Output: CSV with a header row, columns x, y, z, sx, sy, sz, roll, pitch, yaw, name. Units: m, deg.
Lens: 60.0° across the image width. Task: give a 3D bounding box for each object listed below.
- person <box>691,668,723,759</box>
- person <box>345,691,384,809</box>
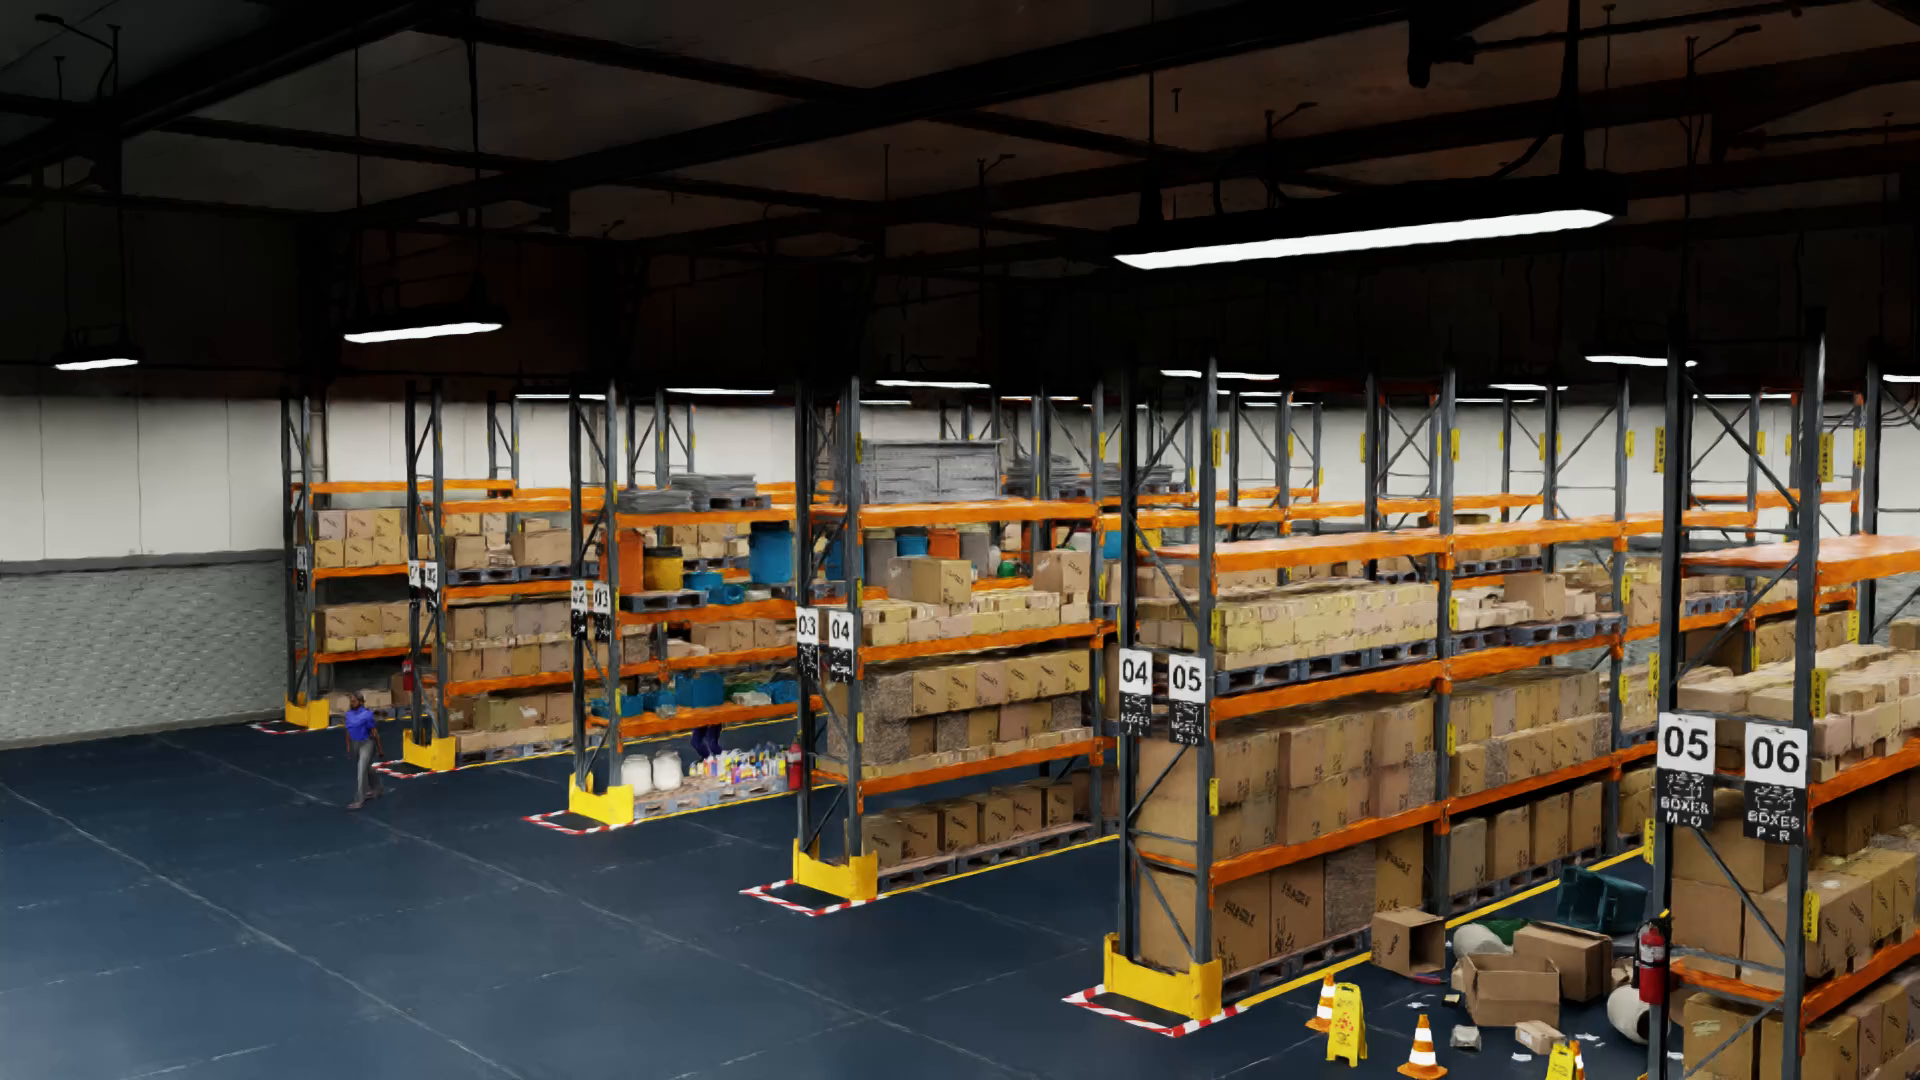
x,y,z,sx,sy,sz,roll,pitch,yaw,name
-3.869,2.745,25.525,0.625,1.596,0.517,4,5,44,person
-8.329,2.885,23.159,0.490,1.606,0.938,2,4,23,person
